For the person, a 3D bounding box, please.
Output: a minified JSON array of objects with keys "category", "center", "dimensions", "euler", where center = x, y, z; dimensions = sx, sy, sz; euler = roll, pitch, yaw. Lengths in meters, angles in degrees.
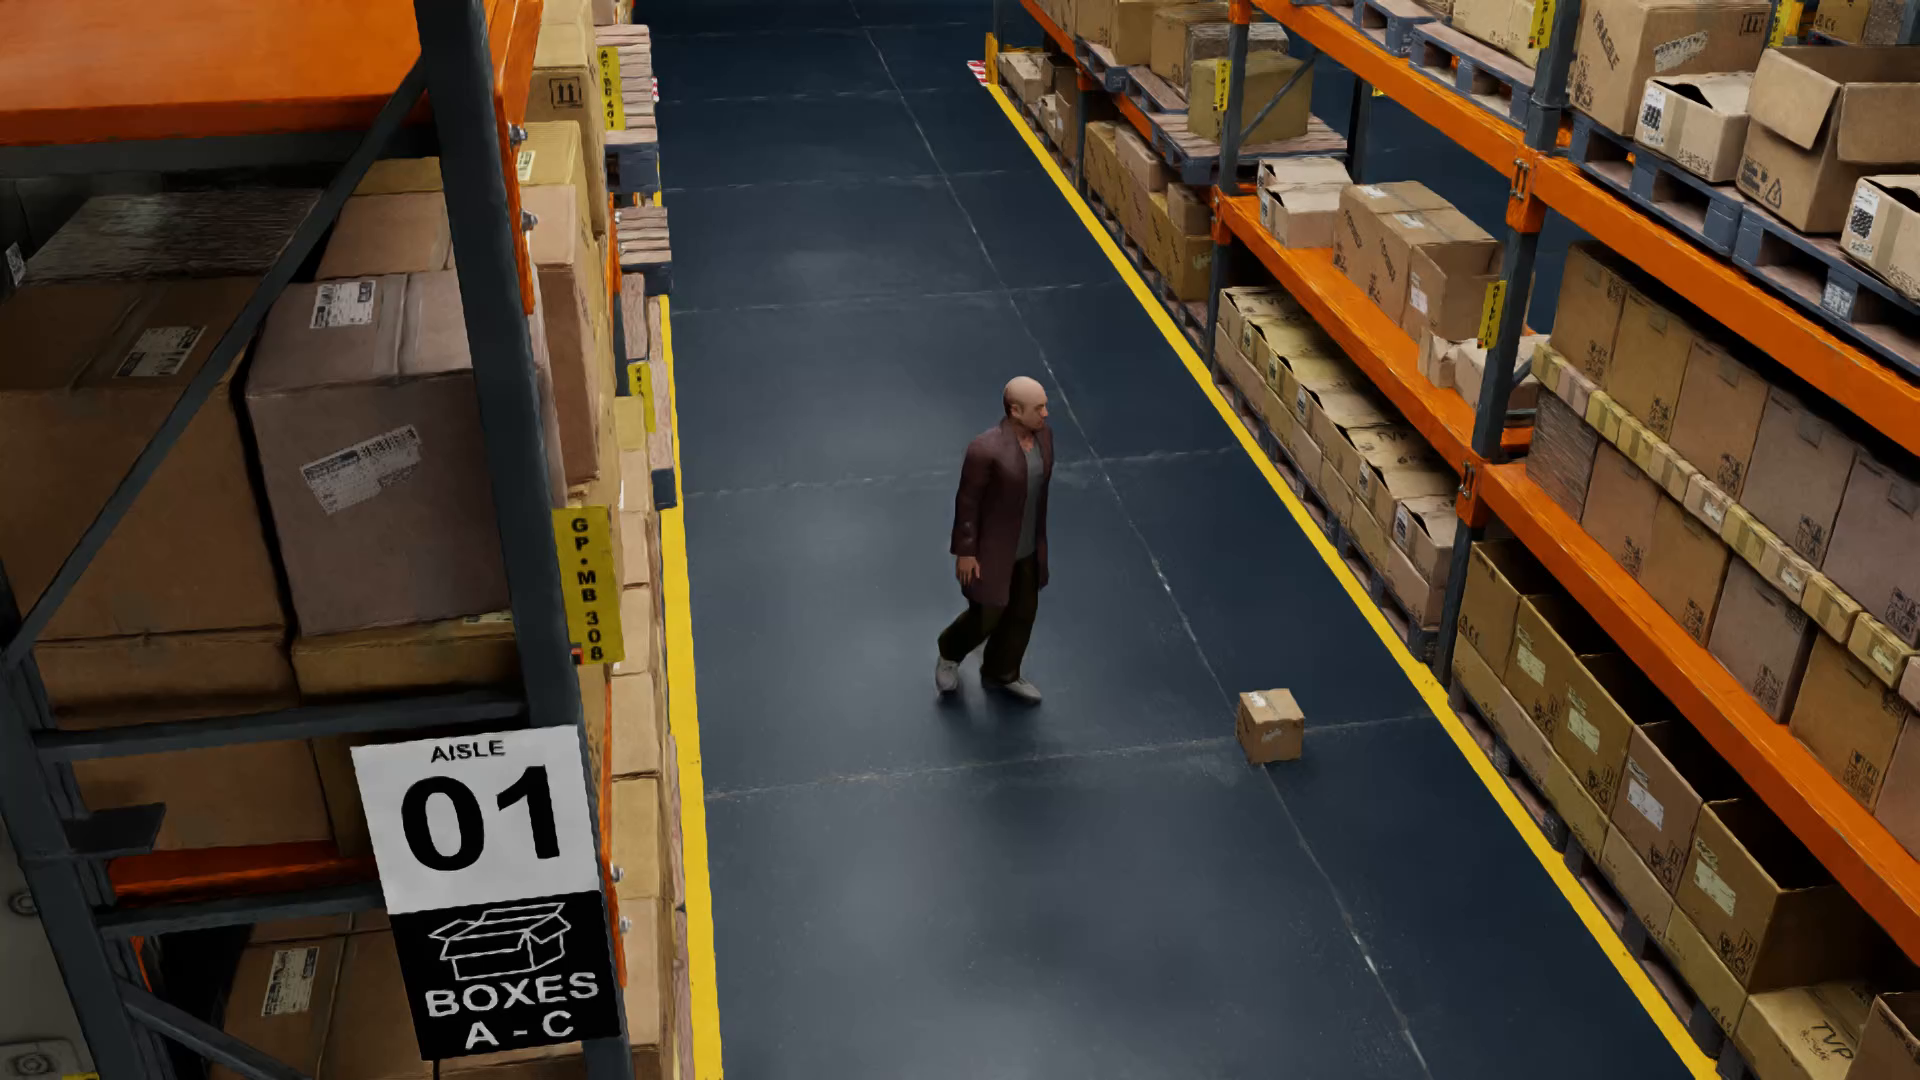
[{"category":"person","center":[0.166,-0.014,8.179],"dimensions":[0.621,1.770,0.599],"euler":[-25,38,-36]}]
